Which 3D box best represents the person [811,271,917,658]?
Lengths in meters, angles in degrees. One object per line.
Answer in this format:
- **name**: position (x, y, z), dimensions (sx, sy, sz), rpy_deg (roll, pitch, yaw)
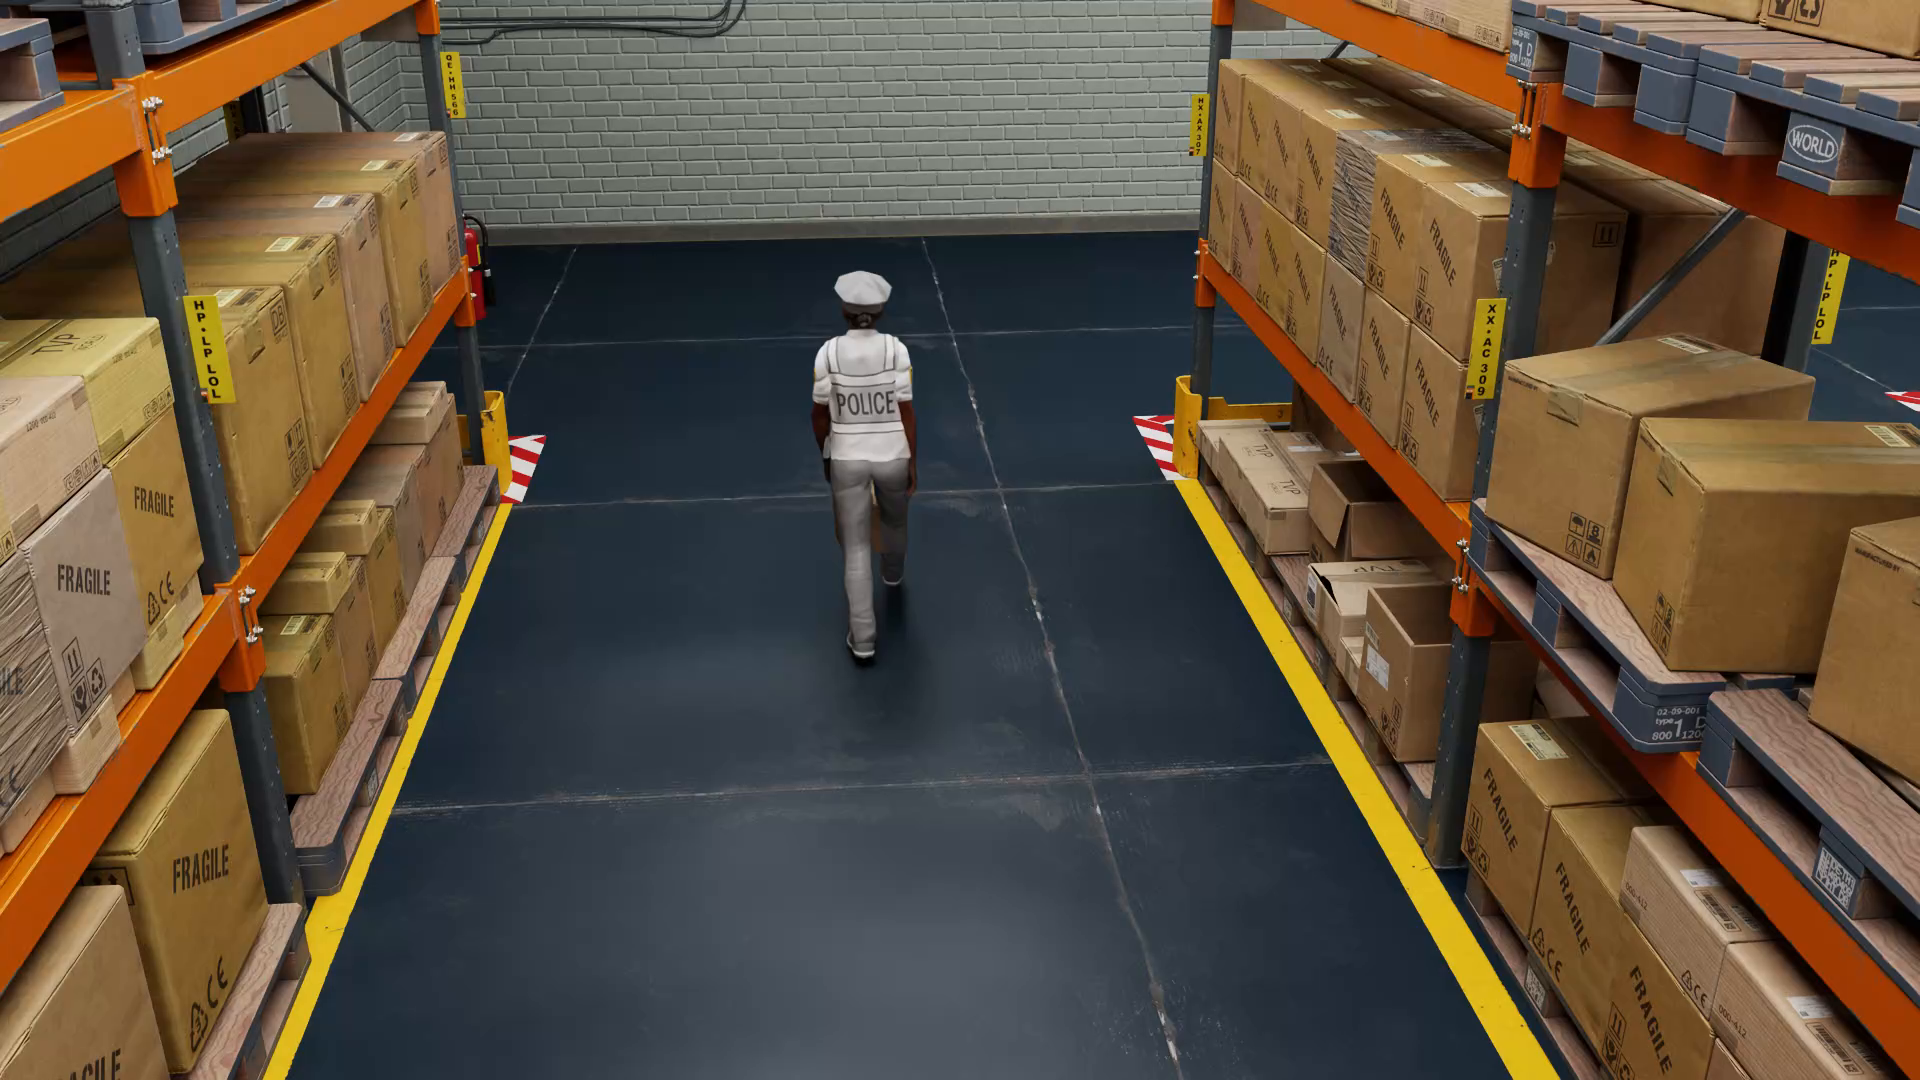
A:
- **person**: position (-0.434, -0.396, 7.490), dimensions (0.462, 1.611, 1.023), rpy_deg (-3, 24, -6)
